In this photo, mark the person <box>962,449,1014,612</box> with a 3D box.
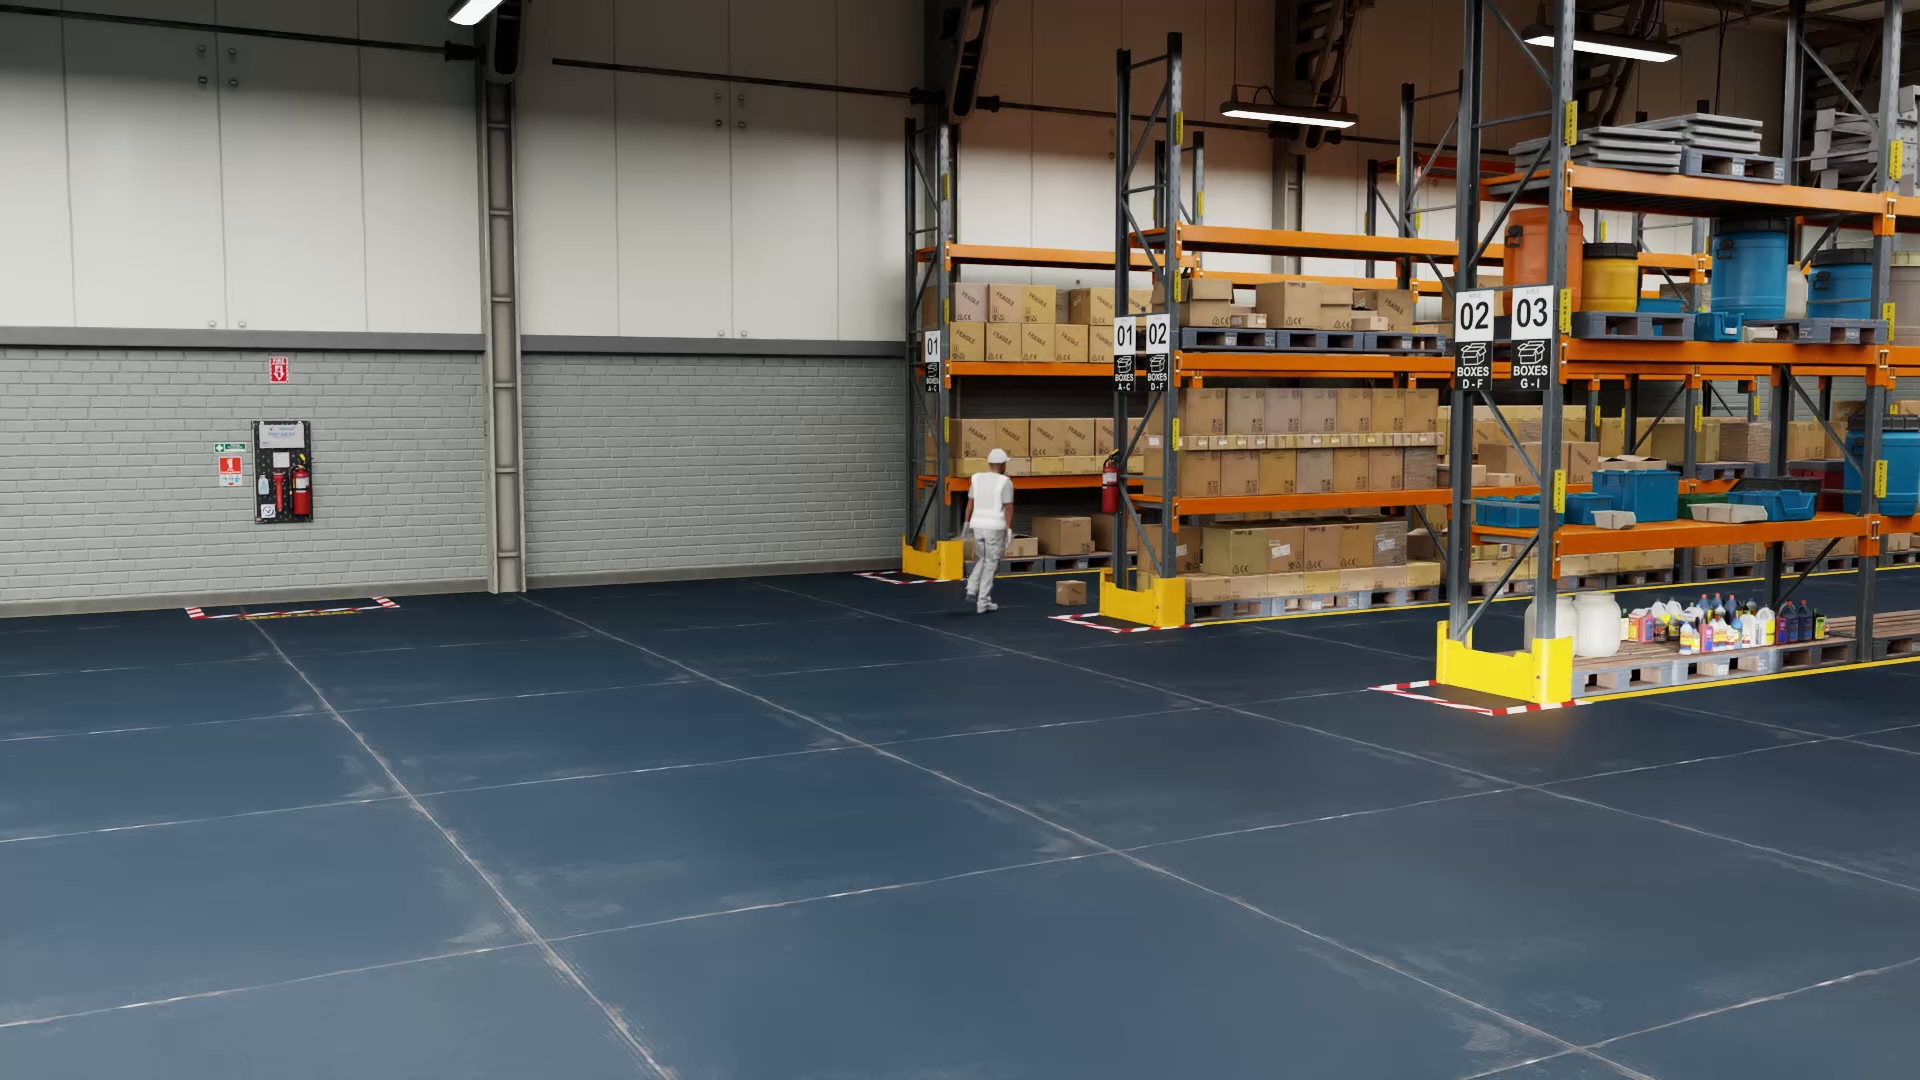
[{"bbox_3d":[0.331,-0.113,18.212,0.598,1.771,0.482,4,6,37],"label":"person"}]
